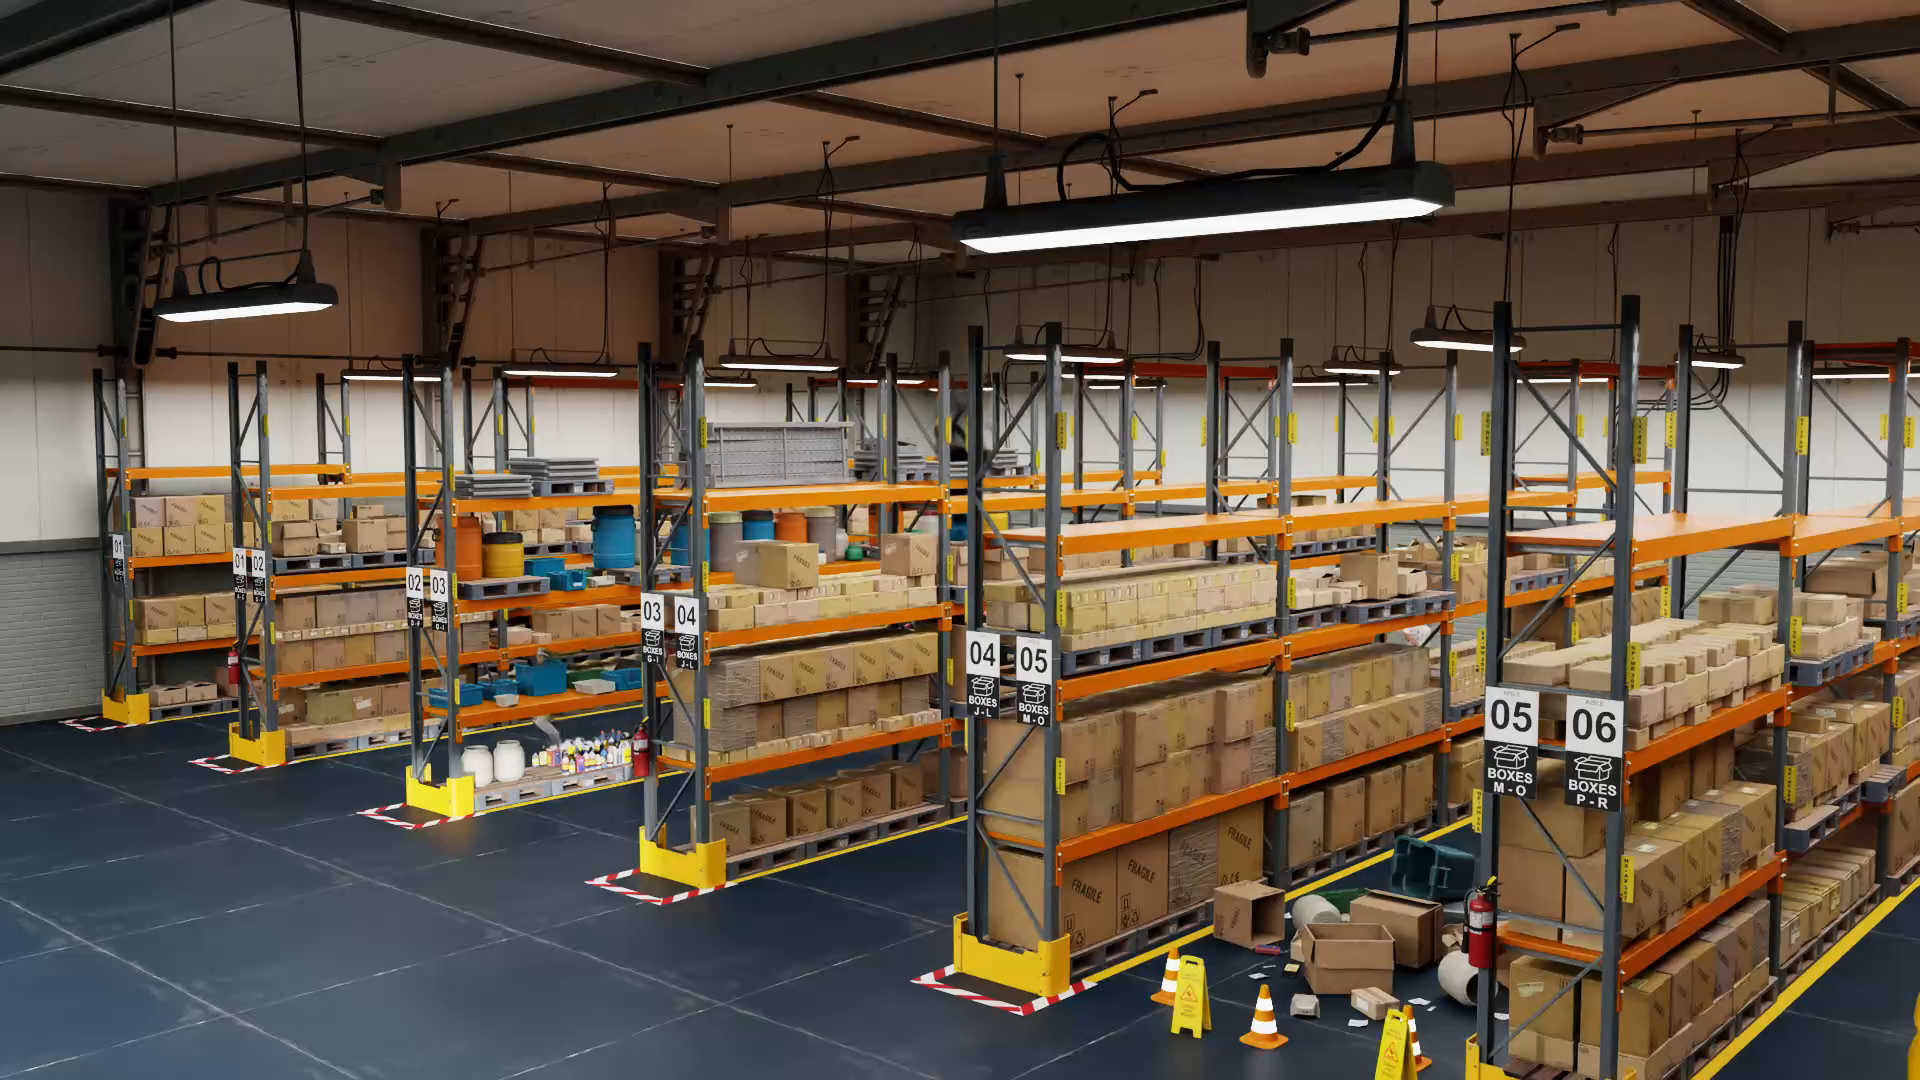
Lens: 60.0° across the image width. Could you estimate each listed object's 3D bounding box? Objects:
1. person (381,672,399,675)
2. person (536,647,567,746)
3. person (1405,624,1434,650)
[{"bbox_3d":[-9.844,2.266,28.915,0.559,1.575,0.539,3,5,35],"label":"person"},{"bbox_3d":[-6.332,2.457,25.462,0.634,1.651,0.727,3,5,36],"label":"person"},{"bbox_3d":[8.501,2.052,30.772,0.696,1.765,0.590,-2,5,-29],"label":"person"}]
